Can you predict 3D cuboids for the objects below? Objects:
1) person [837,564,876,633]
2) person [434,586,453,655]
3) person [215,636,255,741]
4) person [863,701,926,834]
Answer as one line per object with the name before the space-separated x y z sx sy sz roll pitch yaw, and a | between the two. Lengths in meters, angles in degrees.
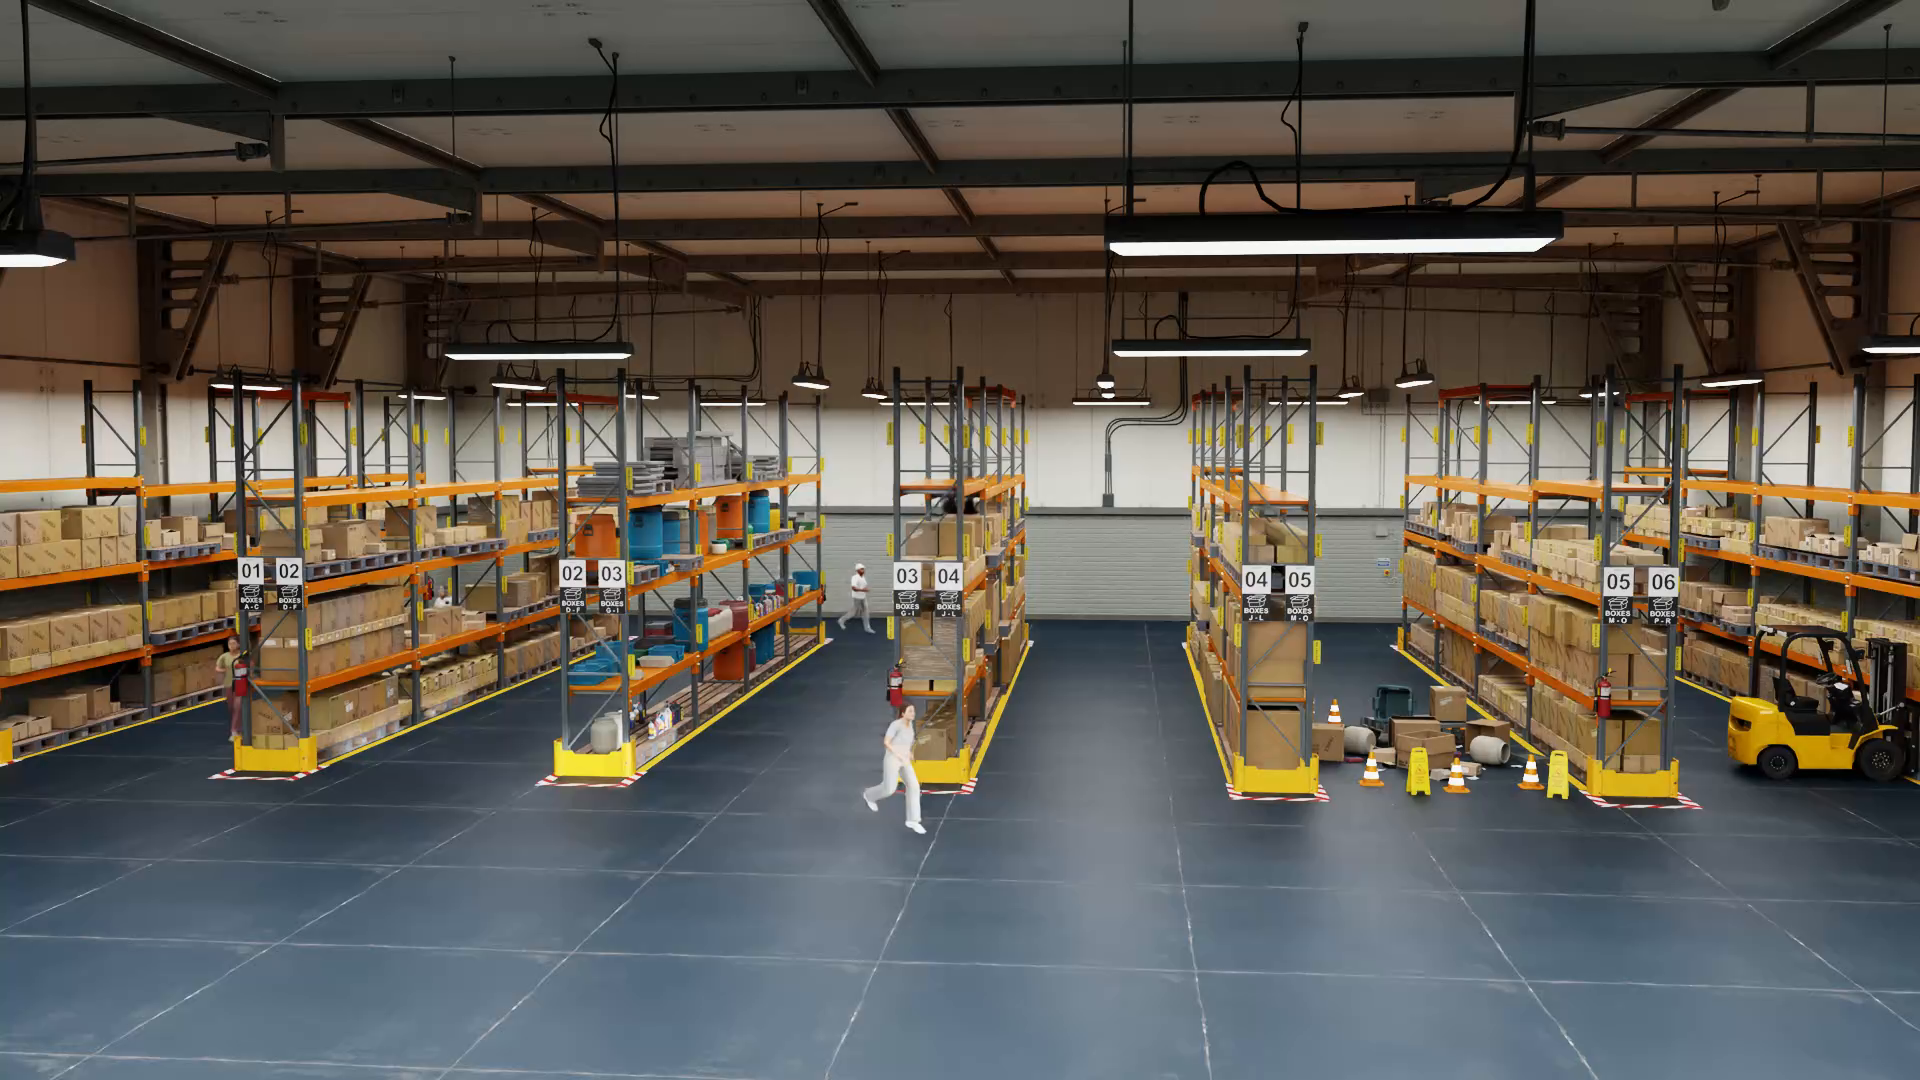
person | -2.615 1.486 42.395 0.977 1.772 0.710 1 4 20
person | -11.521 1.859 37.333 0.616 1.703 0.734 0 4 2
person | -12.018 2.426 27.556 0.562 1.678 0.948 -1 4 -11
person | -0.832 2.871 21.285 1.060 1.658 0.564 3 5 40
